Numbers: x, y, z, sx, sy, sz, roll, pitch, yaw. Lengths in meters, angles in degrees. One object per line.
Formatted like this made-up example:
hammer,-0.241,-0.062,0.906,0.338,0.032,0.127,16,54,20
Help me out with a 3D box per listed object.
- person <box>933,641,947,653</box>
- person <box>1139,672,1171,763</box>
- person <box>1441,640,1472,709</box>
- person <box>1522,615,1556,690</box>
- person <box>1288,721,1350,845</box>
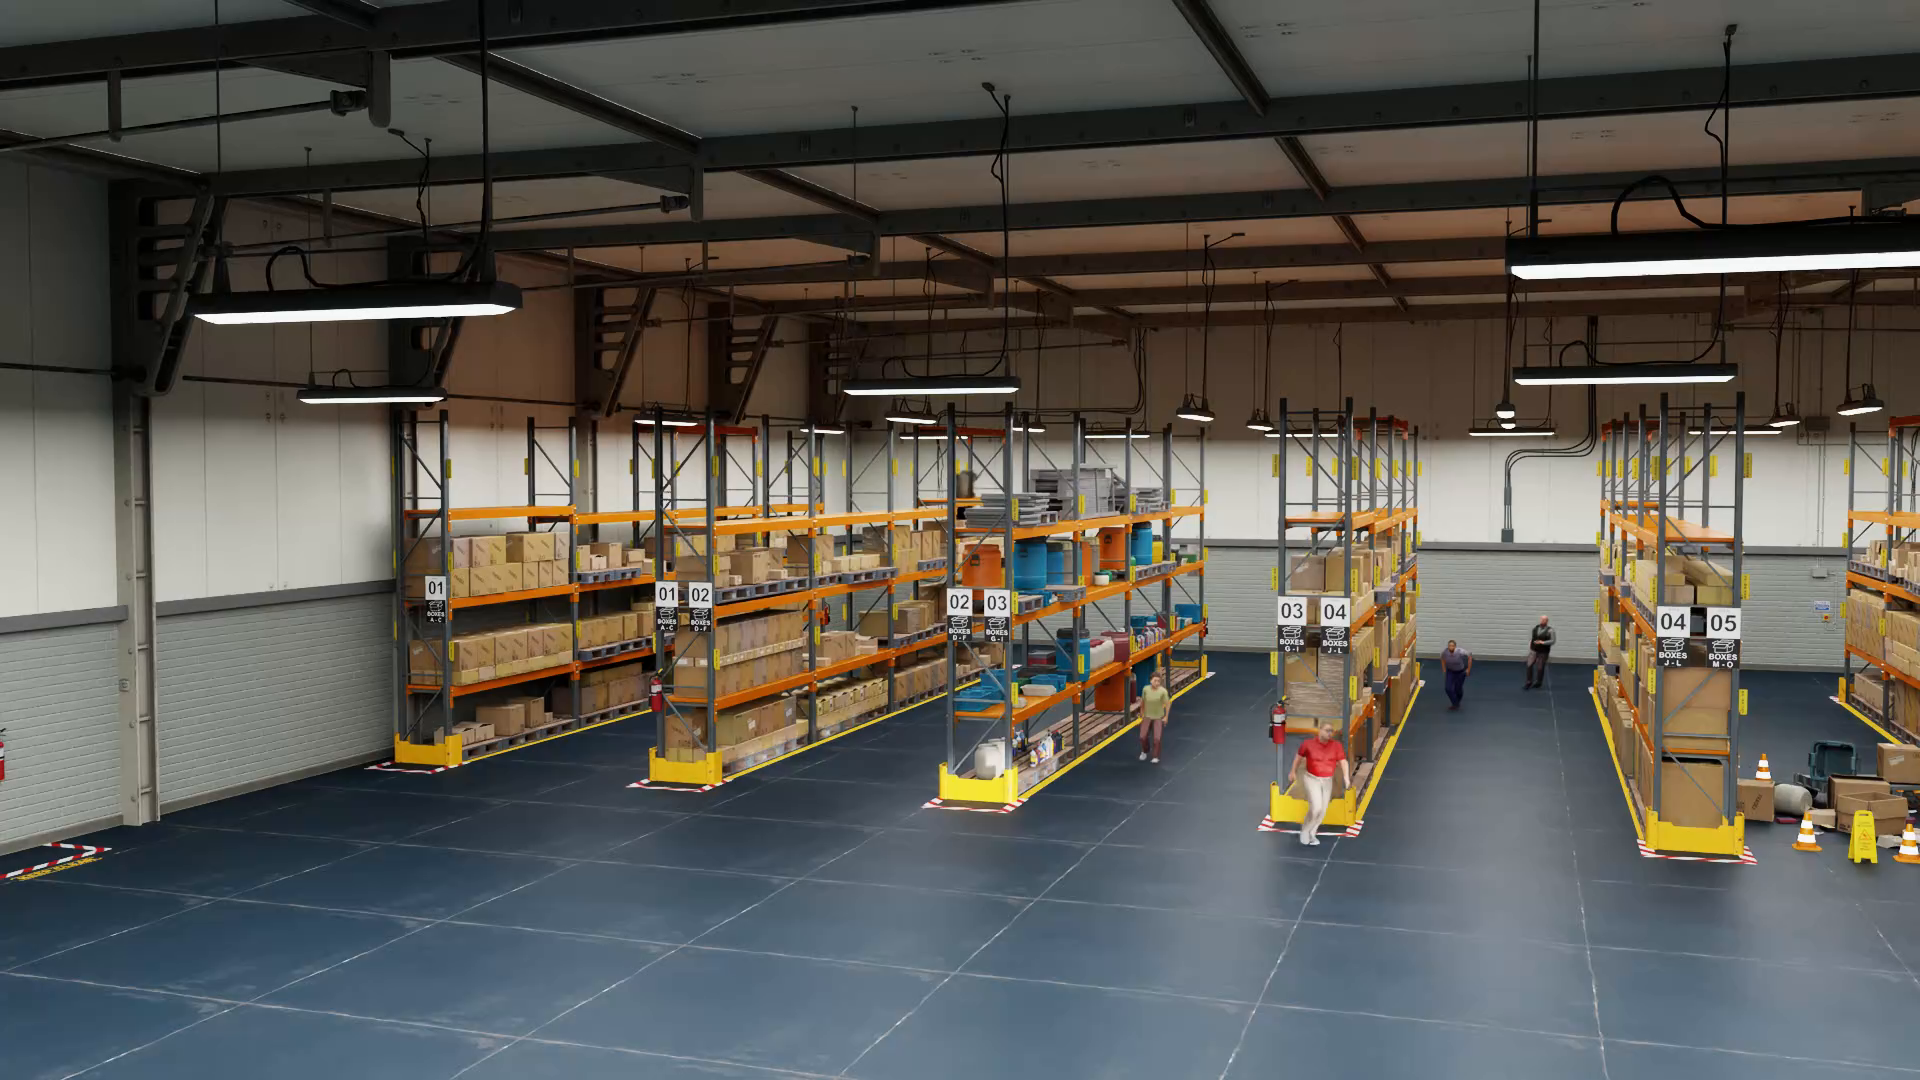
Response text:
person,-0.330,2.296,43.304,0.604,1.713,0.798,2,3,34
person,3.286,2.991,28.059,0.553,1.584,0.602,1,3,15
person,10.349,2.799,34.618,0.621,1.456,0.812,1,3,31
person,13.132,2.556,37.565,0.701,1.744,0.677,2,3,38
person,4.788,3.215,21.943,0.612,1.687,0.853,-1,3,-15
